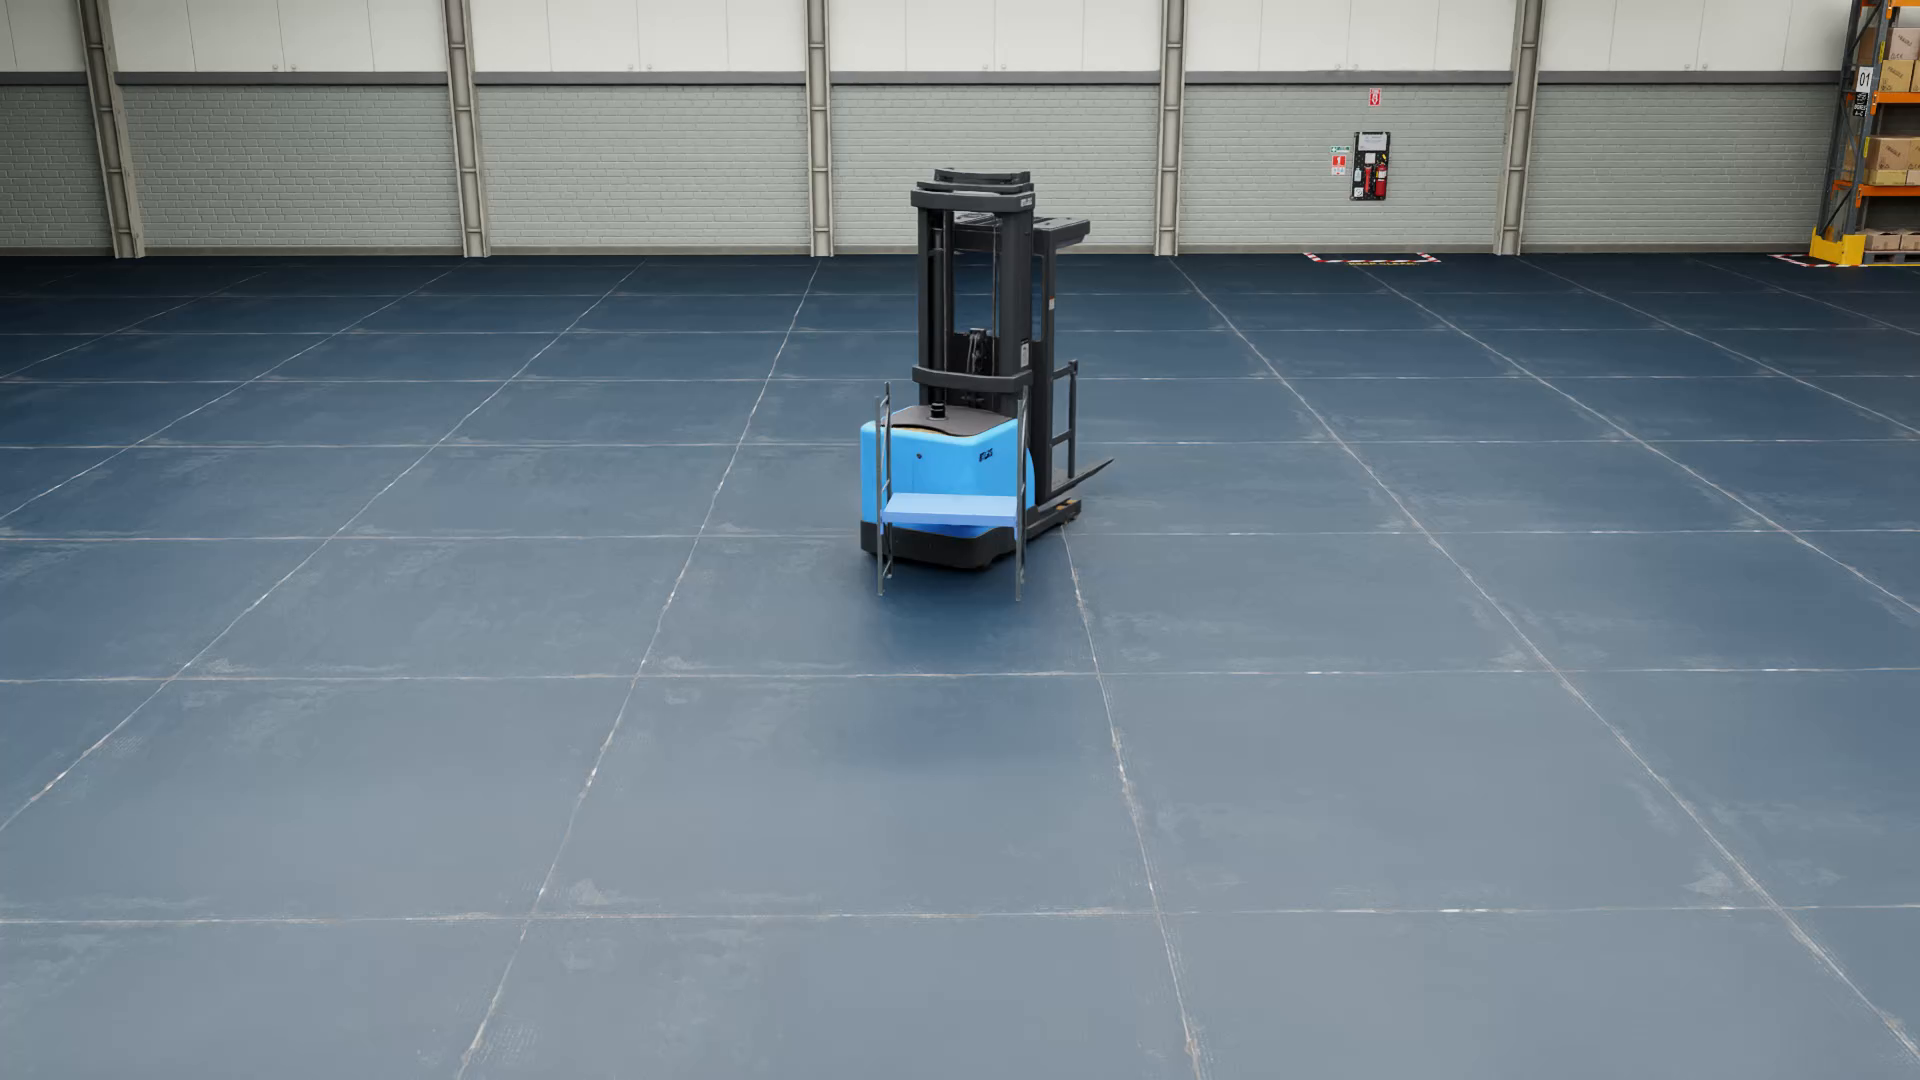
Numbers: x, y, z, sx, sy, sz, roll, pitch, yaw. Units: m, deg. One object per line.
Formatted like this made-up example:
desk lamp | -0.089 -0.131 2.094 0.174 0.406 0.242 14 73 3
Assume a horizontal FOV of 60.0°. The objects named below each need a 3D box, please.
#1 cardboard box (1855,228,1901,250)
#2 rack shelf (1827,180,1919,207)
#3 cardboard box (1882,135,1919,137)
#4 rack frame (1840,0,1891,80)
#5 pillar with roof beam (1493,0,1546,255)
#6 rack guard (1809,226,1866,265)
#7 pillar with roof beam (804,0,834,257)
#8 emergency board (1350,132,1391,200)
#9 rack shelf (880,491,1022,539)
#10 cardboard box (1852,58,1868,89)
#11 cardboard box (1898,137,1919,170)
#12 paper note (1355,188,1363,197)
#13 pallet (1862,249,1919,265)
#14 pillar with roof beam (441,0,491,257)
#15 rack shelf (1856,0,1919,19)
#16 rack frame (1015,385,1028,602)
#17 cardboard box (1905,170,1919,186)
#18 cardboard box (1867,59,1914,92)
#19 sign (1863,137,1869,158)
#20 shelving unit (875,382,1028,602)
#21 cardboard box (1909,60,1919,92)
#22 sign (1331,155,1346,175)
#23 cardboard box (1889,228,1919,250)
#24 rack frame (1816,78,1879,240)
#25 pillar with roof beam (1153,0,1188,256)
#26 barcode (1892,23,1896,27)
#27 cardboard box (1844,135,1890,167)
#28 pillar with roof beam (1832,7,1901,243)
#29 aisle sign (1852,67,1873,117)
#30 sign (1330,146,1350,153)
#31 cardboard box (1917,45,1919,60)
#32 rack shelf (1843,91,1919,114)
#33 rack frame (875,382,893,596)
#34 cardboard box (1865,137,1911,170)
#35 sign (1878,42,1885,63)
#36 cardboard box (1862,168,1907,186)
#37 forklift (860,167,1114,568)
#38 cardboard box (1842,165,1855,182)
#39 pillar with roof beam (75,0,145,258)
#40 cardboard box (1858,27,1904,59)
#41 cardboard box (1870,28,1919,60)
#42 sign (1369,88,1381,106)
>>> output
cardboard box | 15.604 -5.126 28.298 0.500 0.311 0.500 -2 18 -7
rack shelf | 16.911 -5.888 28.170 4.000 0.370 1.077 0 18 -1
cardboard box | 15.883 -6.583 28.143 0.500 0.500 0.500 0 18 0
rack frame | 14.911 -9.078 27.113 0.127 3.000 1.000 0 18 -1
pillar with roof beam | 9.666 -8.001 23.758 0.400 9.000 9.100 0 18 -1
rack guard | 14.987 -5.031 28.413 0.348 0.500 1.175 0 18 -1
pillar with roof beam | -2.332 -7.944 23.578 0.400 9.000 9.100 0 18 -1
emergency board | 7.127 -6.459 28.773 0.643 1.169 0.194 0 18 -1
rack shelf | -0.054 -0.188 12.267 1.000 0.185 0.538 2 18 6
cardboard box | 15.324 -7.786 27.801 0.500 0.500 0.500 1 18 3
cardboard box | 15.888 -6.426 27.654 0.500 0.500 0.500 0 18 -1
paper note | 6.949 -6.060 28.970 0.142 0.148 0.016 0 18 -1
pallet | 15.800 -4.887 28.435 1.213 0.211 1.003 0 18 -1
pillar with roof beam | -8.332 -7.915 23.488 0.400 9.000 9.100 0 18 -1
rack shelf | 16.911 -8.743 27.254 4.000 0.370 1.077 0 18 -1
rack frame | 0.450 -0.341 12.155 0.032 1.500 0.500 2 18 6
cardboard box | 15.923 -6.071 27.776 0.500 0.250 0.500 -1 18 -3
cardboard box | 15.249 -7.632 27.320 0.500 0.500 0.500 0 18 1
sign | 14.920 -6.467 27.381 0.005 0.325 0.100 0 18 -1
shelving unit | -0.054 -0.359 12.212 1.048 1.500 0.538 2 18 6
cardboard box | 15.787 -7.623 27.294 0.500 0.500 0.500 1 18 3
sign | 6.572 -6.505 28.857 0.234 0.329 0.001 0 18 -1
cardboard box | 16.174 -5.129 28.306 0.500 0.311 0.500 1 18 4
rack frame | 14.911 -6.221 28.030 0.127 3.000 1.000 0 18 -1
pillar with roof beam | 3.667 -7.972 23.668 0.400 9.000 9.100 0 18 -1
barcode | 15.613 -8.615 27.799 0.075 0.075 0.001 0 18 -1
cardboard box | 15.379 -6.583 28.144 0.500 0.500 0.500 0 18 -1
pillar with roof beam | 15.665 -8.030 23.849 0.400 9.000 9.100 0 18 -1
aisle sign | 14.844 -7.367 27.346 0.004 0.787 0.394 0 18 -1
sign | 6.577 -6.755 28.768 0.331 0.109 0.001 0 18 -1
cardboard box | 15.803 -8.097 27.134 0.500 0.500 0.500 0 18 -1
rack shelf | 16.911 -7.316 27.711 4.000 0.370 1.077 0 18 -1
rack frame | -0.559 -0.378 12.269 0.032 1.500 0.500 2 18 6
cardboard box | 15.393 -6.427 27.656 0.500 0.500 0.500 0 18 -1
sign | 14.920 -7.900 26.921 0.005 0.325 0.100 0 18 -1
cardboard box | 15.404 -6.064 27.755 0.500 0.250 0.500 -1 18 -2
forklift | 0.376 -1.580 13.676 1.130 2.935 3.031 10 20 28
cardboard box | 15.376 -6.221 28.241 0.500 0.250 0.500 0 18 0
pillar with roof beam | -14.331 -7.886 23.398 0.400 9.000 9.100 0 18 -1
cardboard box | 15.338 -8.264 27.656 0.500 0.500 0.500 1 18 2
cardboard box | 15.300 -8.110 27.175 0.500 0.500 0.500 -2 18 -5
sign | 7.117 -7.594 28.513 0.199 0.298 0.001 0 18 -1
